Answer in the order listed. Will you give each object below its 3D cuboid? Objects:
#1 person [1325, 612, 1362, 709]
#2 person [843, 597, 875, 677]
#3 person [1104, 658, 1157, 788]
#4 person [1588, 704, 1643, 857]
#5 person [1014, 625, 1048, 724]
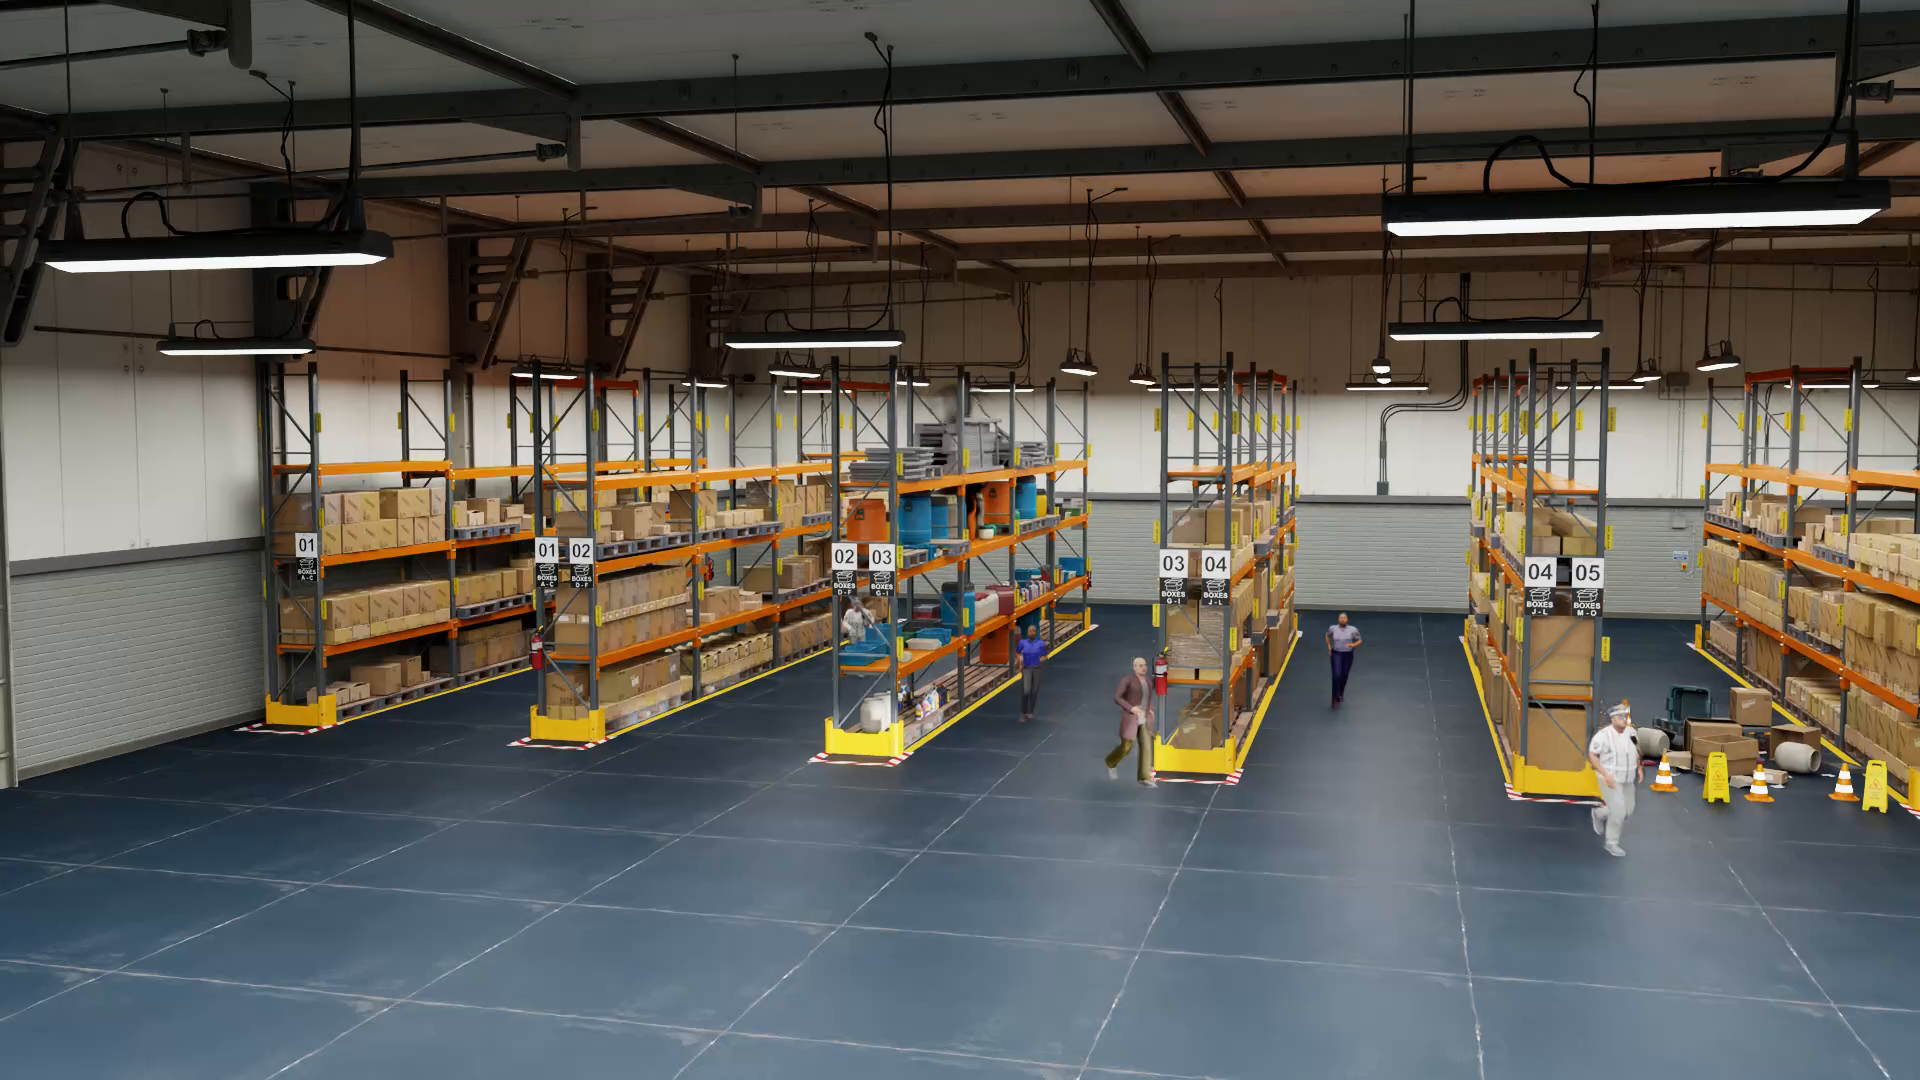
[{"bbox_3d":[6.788,2.208,29.444,0.617,1.527,0.733,1,4,8],"label":"person"},{"bbox_3d":[-2.000,1.910,32.813,0.605,1.612,0.682,0,4,4],"label":"person"},{"bbox_3d":[2.408,2.486,22.853,0.706,1.757,1.040,-2,5,-30],"label":"person"},{"bbox_3d":[7.631,2.767,19.480,0.675,1.770,0.643,-1,4,-17],"label":"person"},{"bbox_3d":[1.198,2.243,27.731,0.552,1.662,0.686,0,4,-4],"label":"person"}]
